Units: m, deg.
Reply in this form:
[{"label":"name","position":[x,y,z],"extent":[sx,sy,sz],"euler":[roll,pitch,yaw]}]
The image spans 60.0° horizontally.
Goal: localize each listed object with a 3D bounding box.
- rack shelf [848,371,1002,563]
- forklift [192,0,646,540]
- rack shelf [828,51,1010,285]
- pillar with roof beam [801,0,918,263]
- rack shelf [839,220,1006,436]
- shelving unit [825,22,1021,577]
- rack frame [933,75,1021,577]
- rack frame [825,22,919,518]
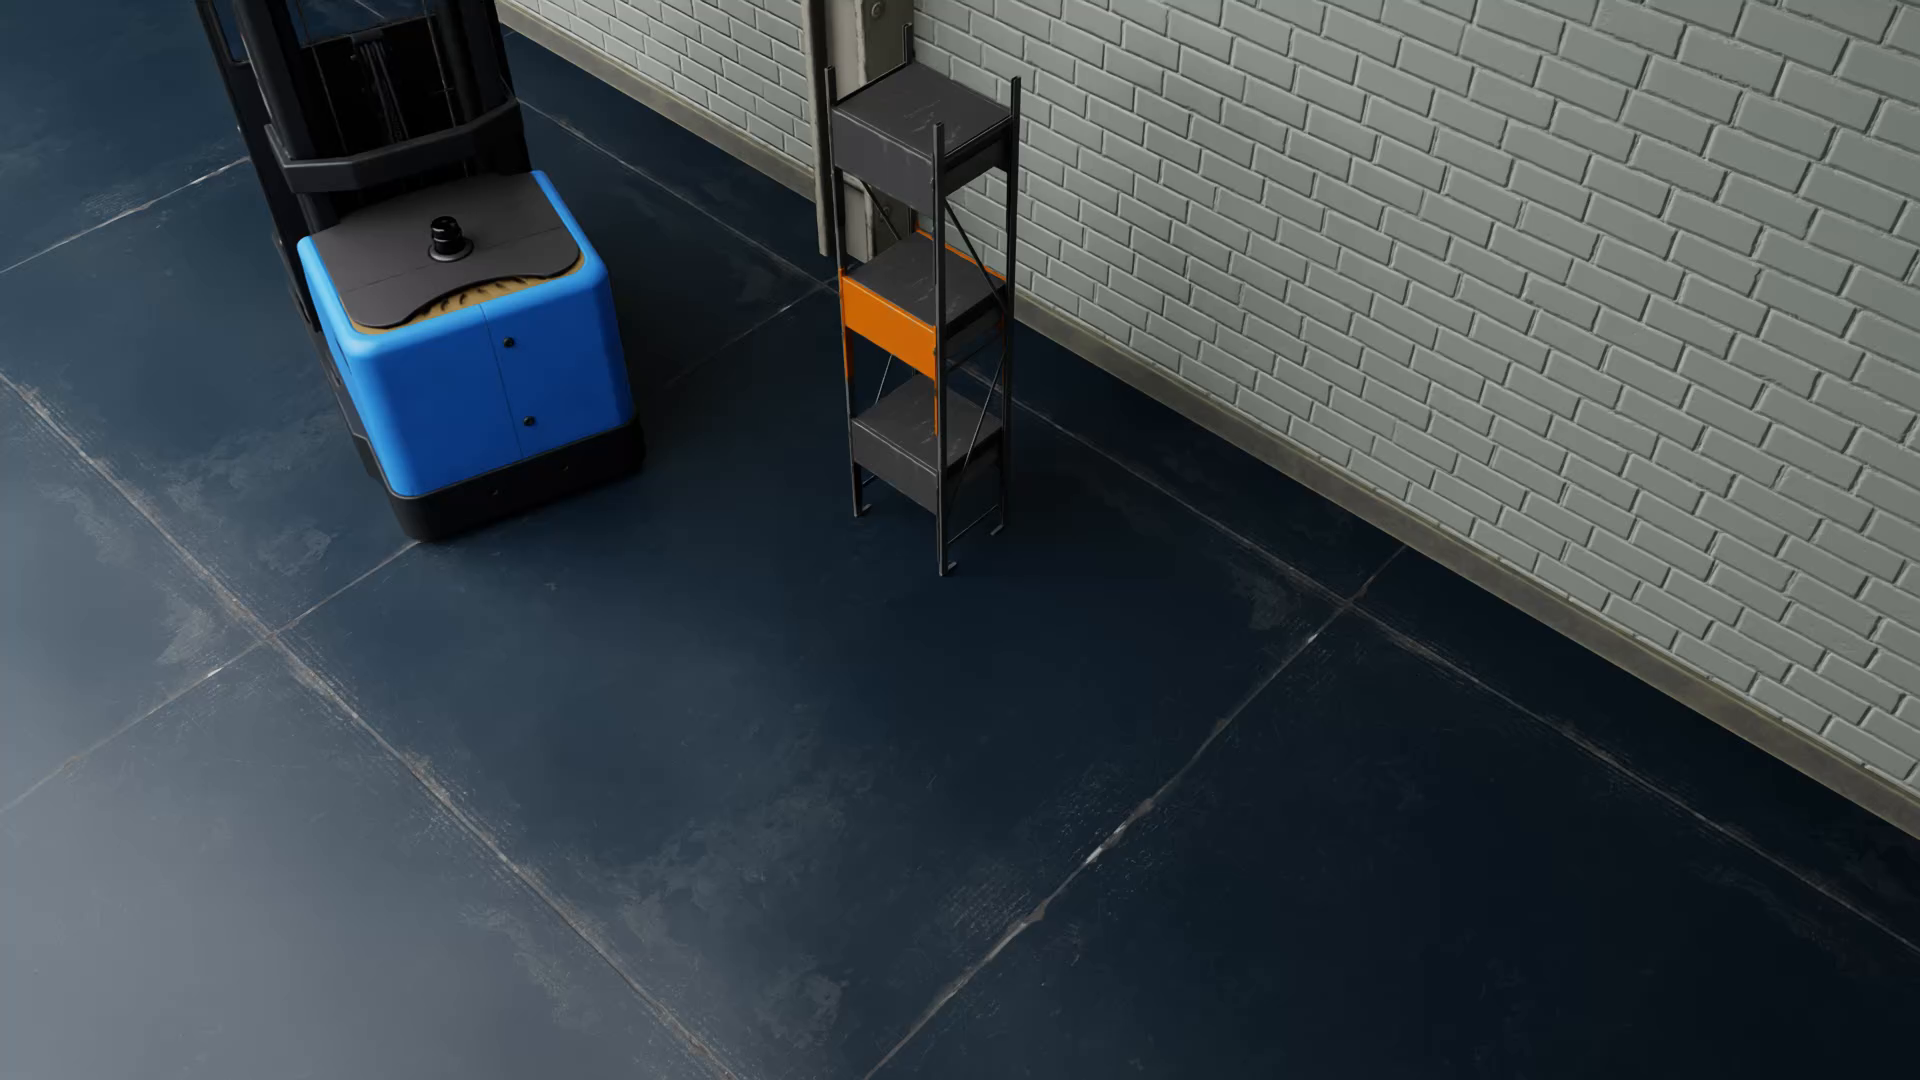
[{"label":"rack shelf","position":[-0.122,-0.312,6.690],"extent":[0.480,0.518,0.431],"euler":[34,55,28]},{"label":"forklift","position":[-2.495,-2.076,6.797],"extent":[1.130,2.935,3.031],"euler":[-22,51,-19]},{"label":"rack shelf","position":[-0.122,-1.270,5.670],"extent":[0.480,0.518,0.431],"euler":[34,55,28]},{"label":"pillar with roof beam","position":[-3.365,-2.176,2.729],"extent":[0.400,9.000,9.100],"euler":[34,55,28]},{"label":"rack shelf","position":[-0.122,-0.791,6.180],"extent":[0.480,0.518,0.431],"euler":[34,55,28]},{"label":"shelving unit","position":[-0.122,-0.801,6.170],"extent":[0.503,2.100,0.431],"euler":[34,55,28]},{"label":"rack frame","position":[0.058,-0.680,6.057],"extent":[0.015,2.100,0.400],"euler":[34,55,28]},{"label":"rack frame","position":[-0.301,-0.921,6.283],"extent":[0.015,2.100,0.400],"euler":[34,55,28]}]
